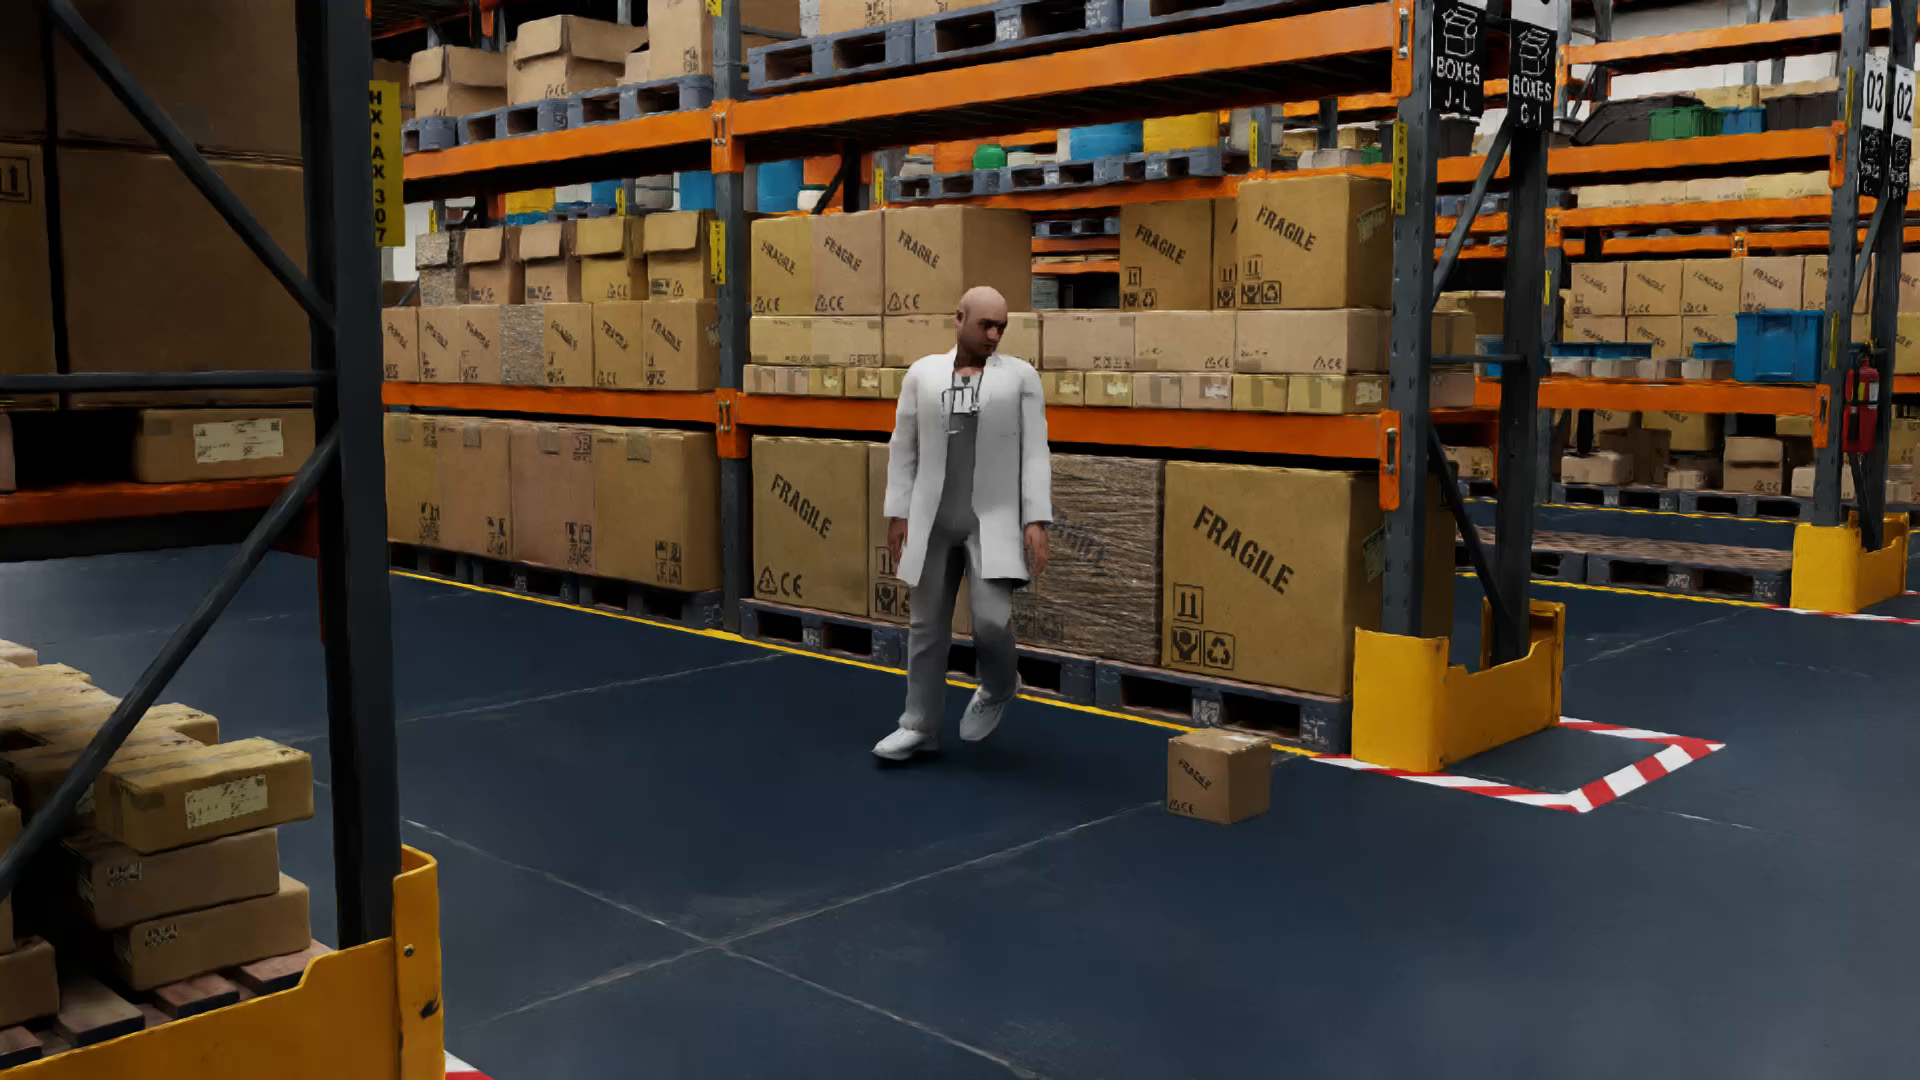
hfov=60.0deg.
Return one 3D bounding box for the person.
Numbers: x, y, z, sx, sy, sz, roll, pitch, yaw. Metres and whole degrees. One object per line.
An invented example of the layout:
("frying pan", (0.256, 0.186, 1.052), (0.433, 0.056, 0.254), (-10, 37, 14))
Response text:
("person", (0.039, -0.058, 6.222), (0.652, 1.761, 0.565), (2, 7, 15))
